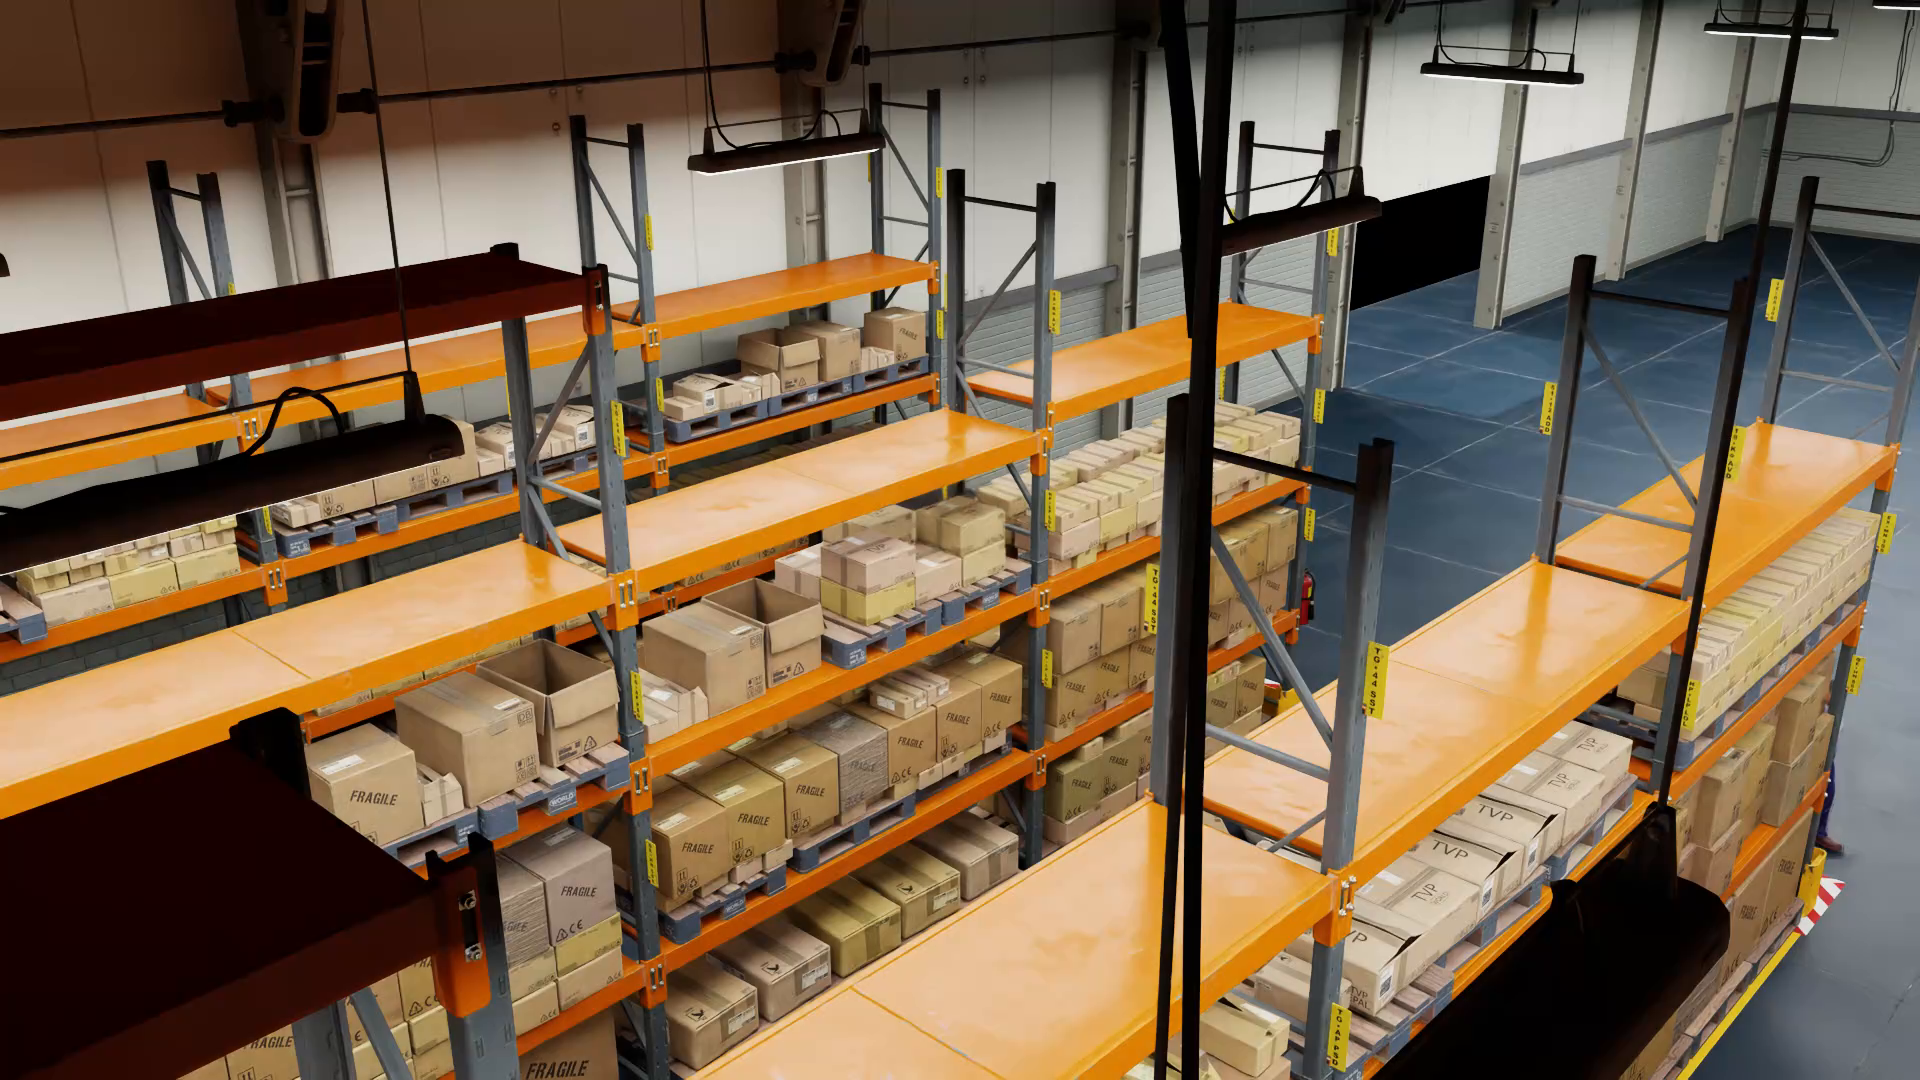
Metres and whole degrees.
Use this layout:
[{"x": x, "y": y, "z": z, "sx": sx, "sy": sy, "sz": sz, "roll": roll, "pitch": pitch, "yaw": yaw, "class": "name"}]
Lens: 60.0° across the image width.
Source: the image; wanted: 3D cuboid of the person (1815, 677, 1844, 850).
[{"x": 7.521, "y": 1.943, "z": 14.736, "sx": 0.462, "sy": 1.636, "sz": 0.734, "roll": -16, "pitch": 26, "yaw": -35, "class": "person"}]
